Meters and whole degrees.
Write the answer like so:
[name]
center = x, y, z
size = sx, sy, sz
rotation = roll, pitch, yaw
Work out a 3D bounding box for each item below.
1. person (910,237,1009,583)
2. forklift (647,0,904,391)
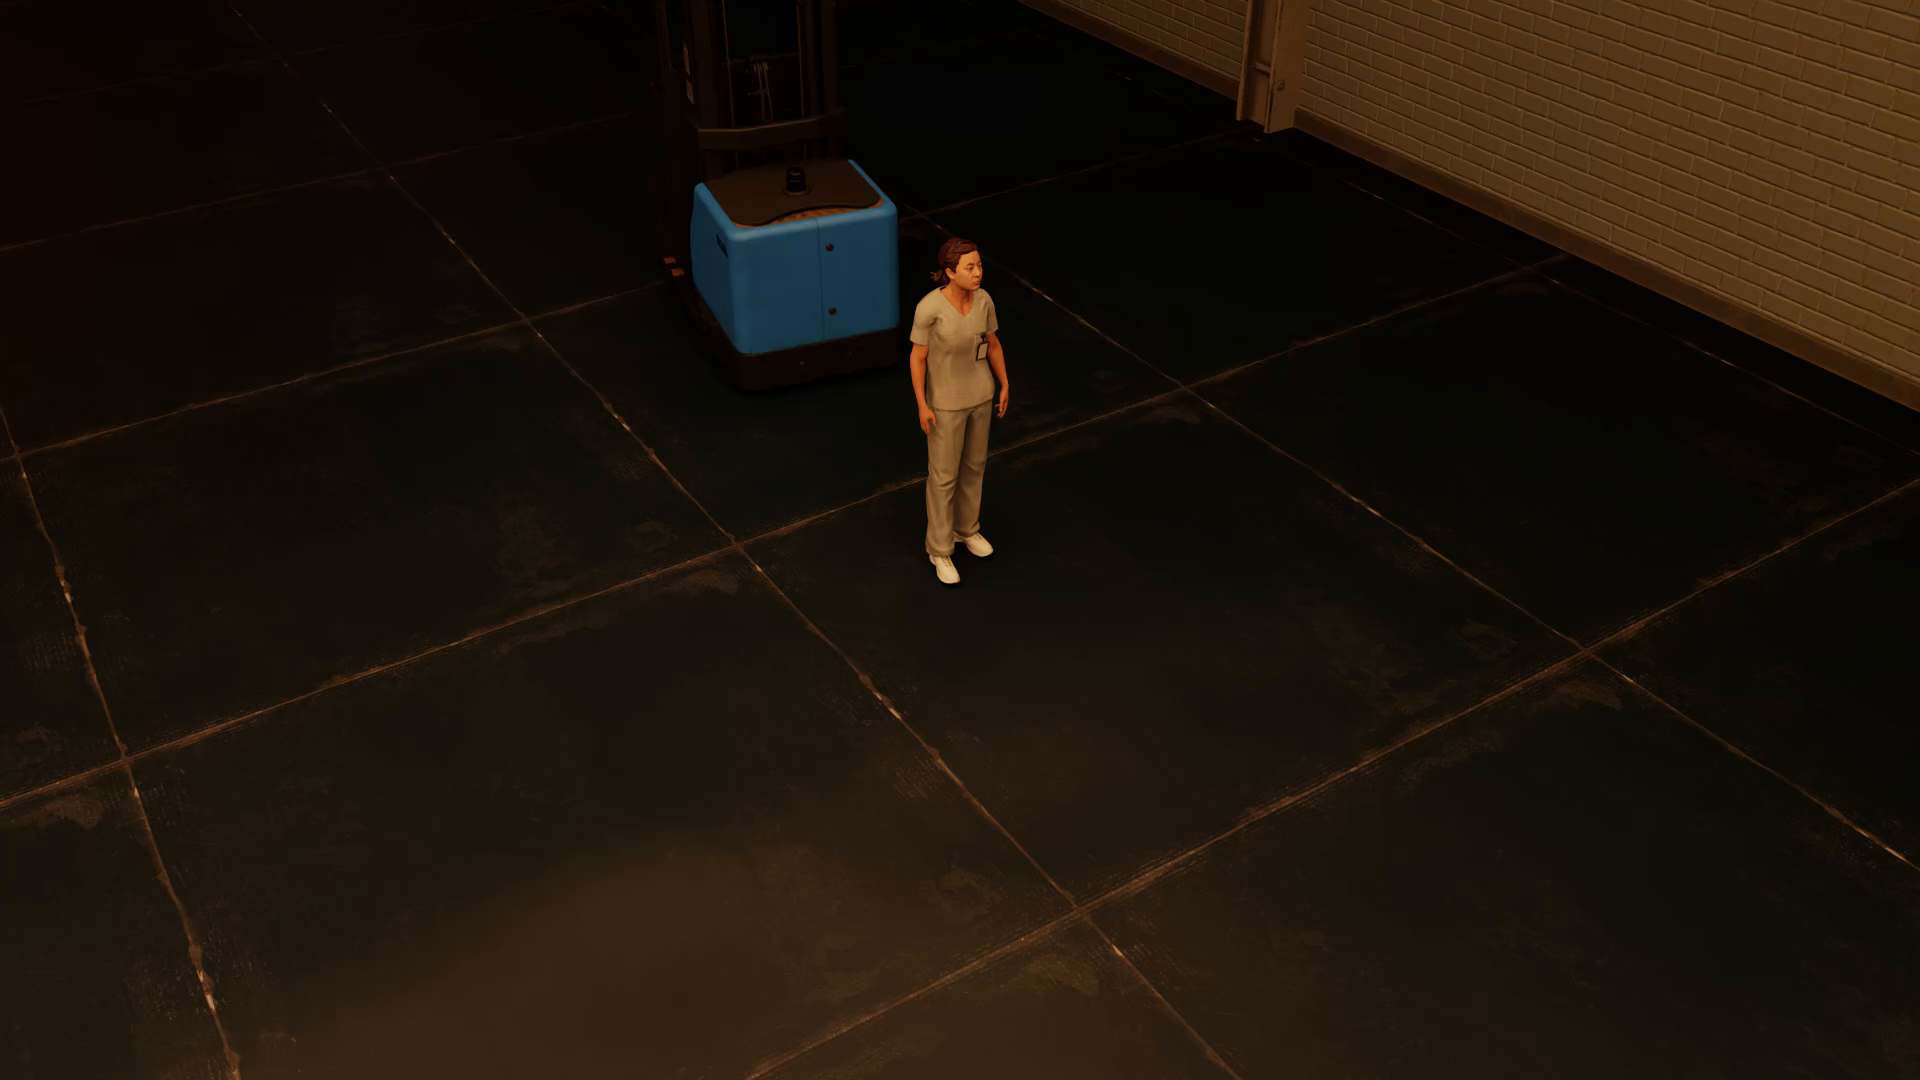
[person]
center = 0.029, -0.652, 8.154
size = 0.549, 1.673, 0.548
rotation = -21, 40, -27
[forklift]
center = -1.376, -2.919, 10.302
size = 1.130, 2.935, 3.031
rotation = -13, 37, -18
